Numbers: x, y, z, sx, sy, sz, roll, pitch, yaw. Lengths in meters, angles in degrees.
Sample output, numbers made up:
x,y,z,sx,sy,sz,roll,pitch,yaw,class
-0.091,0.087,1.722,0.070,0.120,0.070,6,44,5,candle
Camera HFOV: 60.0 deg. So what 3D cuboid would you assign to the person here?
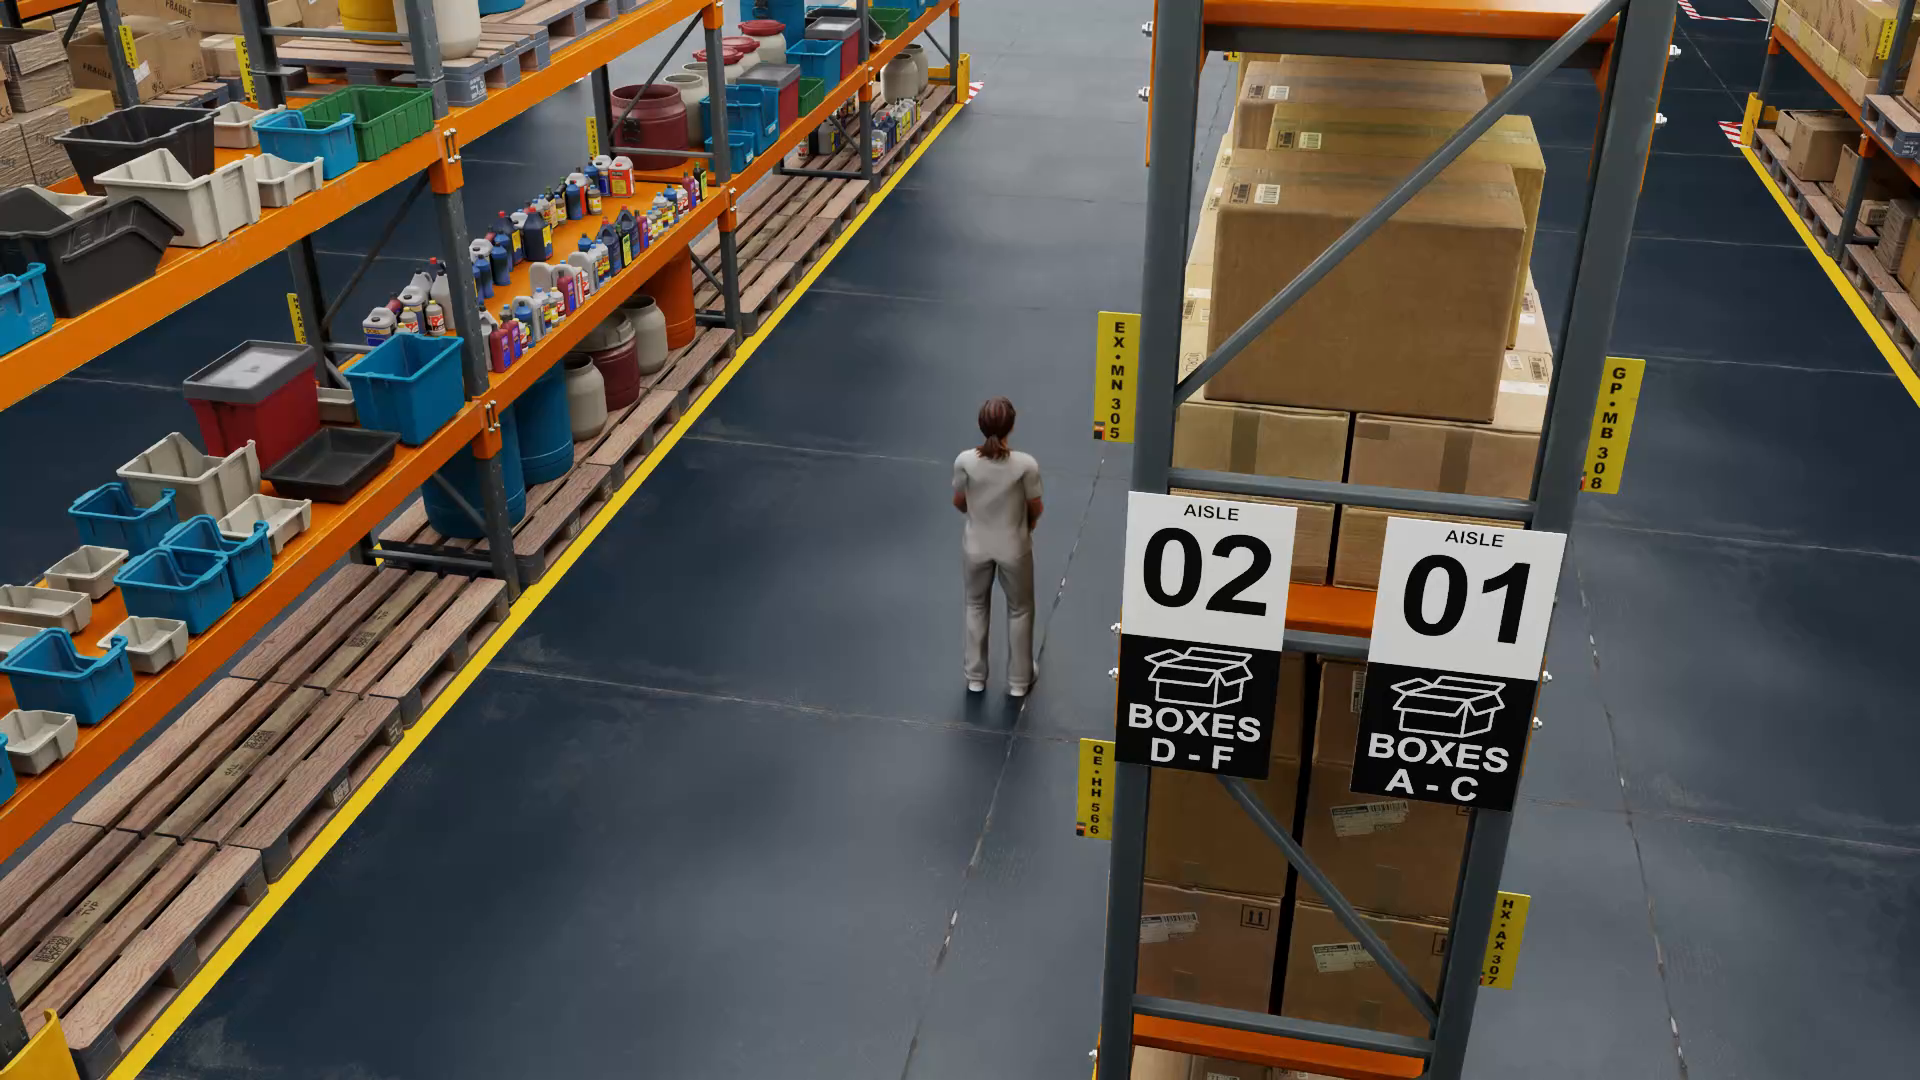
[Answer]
x,y,z,sx,sy,sz,roll,pitch,yaw,class
0.198,0.021,8.574,0.465,1.675,0.461,6,29,10,person
